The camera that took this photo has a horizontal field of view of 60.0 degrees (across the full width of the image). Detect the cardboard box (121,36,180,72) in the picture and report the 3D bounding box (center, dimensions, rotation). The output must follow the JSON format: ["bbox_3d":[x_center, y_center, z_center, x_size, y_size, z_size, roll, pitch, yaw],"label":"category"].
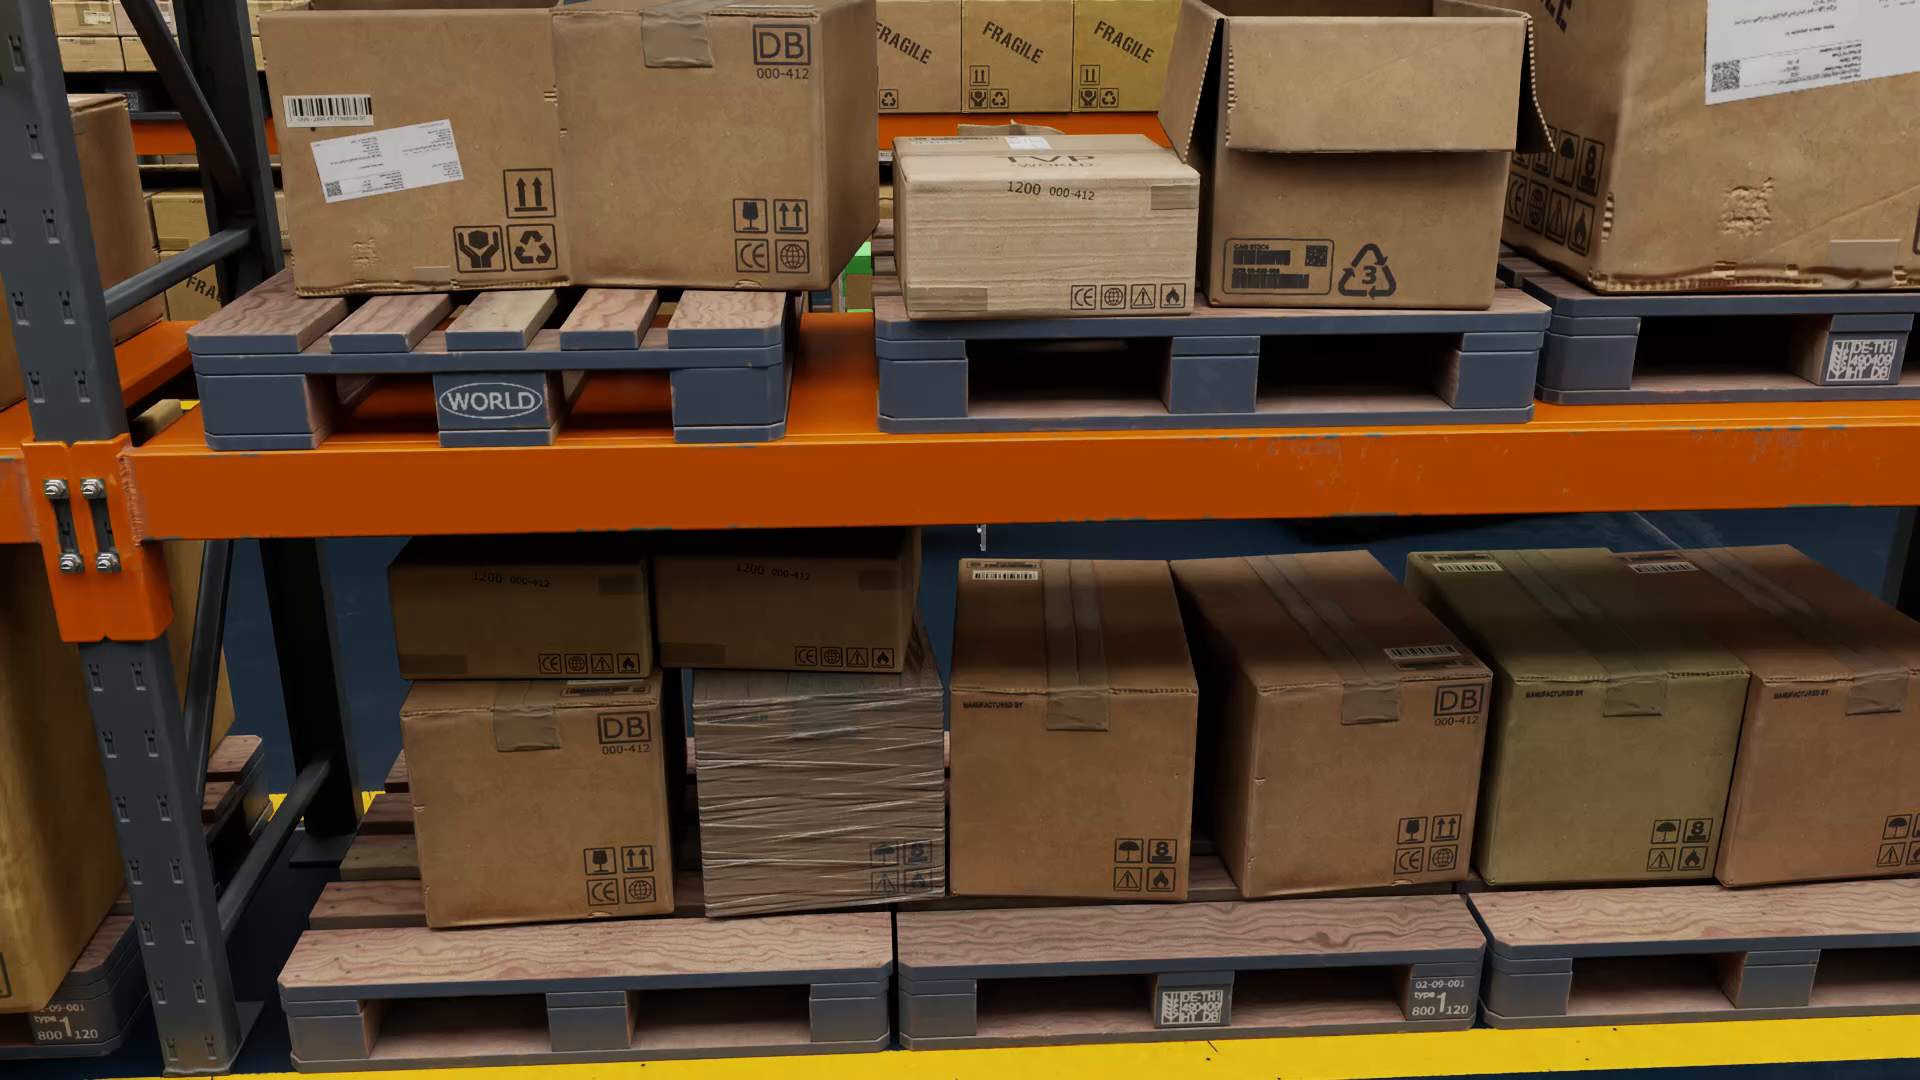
[{"bbox_3d":[-3.478,-2.155,7.329,0.250,0.149,0.380,-1,21,-1],"label":"cardboard box"}]

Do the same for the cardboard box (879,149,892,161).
[{"bbox_3d":[-0.813,-3.024,12.951,0.625,0.372,0.950,-2,21,-4],"label":"cardboard box"}]

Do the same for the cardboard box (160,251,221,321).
[{"bbox_3d":[-3.418,-1.170,7.901,0.500,0.500,0.500,-2,21,-5],"label":"cardboard box"}]

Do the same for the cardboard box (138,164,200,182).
[{"bbox_3d":[-3.954,-1.697,8.233,0.500,0.250,0.500,-2,21,-5],"label":"cardboard box"}]

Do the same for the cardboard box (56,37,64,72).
[{"bbox_3d":[-4.001,-2.144,7.301,0.250,0.149,0.380,-2,21,-4],"label":"cardboard box"}]

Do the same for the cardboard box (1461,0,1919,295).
[{"bbox_3d":[1.644,-1.101,3.364,1.000,1.000,1.000,-1,21,-3],"label":"cardboard box"}]

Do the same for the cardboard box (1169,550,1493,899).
[{"bbox_3d":[0.795,0.391,3.773,0.500,0.500,0.700,-3,21,-8],"label":"cardboard box"}]

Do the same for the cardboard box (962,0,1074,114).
[{"bbox_3d":[0.241,-2.264,7.712,0.500,0.500,0.500,-1,21,-4],"label":"cardboard box"}]

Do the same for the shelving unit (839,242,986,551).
[{"bbox_3d":[-0.165,-0.557,5.899,0.503,1.200,0.258,-1,21,-3],"label":"shelving unit"}]

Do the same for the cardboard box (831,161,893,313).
[{"bbox_3d":[-0.245,-1.418,8.201,0.750,0.750,1.050,-1,21,-2],"label":"cardboard box"}]

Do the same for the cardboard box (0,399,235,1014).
[{"bbox_3d":[-2.239,0.294,3.530,0.875,0.875,1.225,-2,21,-6],"label":"cardboard box"}]

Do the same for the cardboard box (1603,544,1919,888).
[{"bbox_3d":[1.831,0.376,3.811,0.500,0.500,0.700,-3,21,-7],"label":"cardboard box"}]

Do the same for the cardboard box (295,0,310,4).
[{"bbox_3d":[-2.727,-2.308,7.311,0.250,0.149,0.380,-1,21,-2],"label":"cardboard box"}]

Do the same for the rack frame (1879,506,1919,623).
[{"bbox_3d":[2.445,-0.591,3.458,0.127,3.000,1.000,-1,21,-3],"label":"rack frame"}]

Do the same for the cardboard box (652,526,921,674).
[{"bbox_3d":[-0.352,0.064,3.579,0.500,0.250,0.500,1,21,3],"label":"cardboard box"}]

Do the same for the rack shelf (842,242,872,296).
[{"bbox_3d":[-0.165,-0.946,5.751,0.480,0.148,0.258,-1,21,-3],"label":"rack shelf"}]

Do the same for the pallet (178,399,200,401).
[{"bbox_3d":[-3.726,-0.932,8.271,1.213,0.211,1.003,-1,21,-3],"label":"pallet"}]

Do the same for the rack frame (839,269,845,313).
[{"bbox_3d":[-0.409,-0.552,5.886,0.015,1.200,0.240,-1,21,-3],"label":"rack frame"}]

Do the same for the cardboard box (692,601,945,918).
[{"bbox_3d":[-0.328,0.416,3.707,0.500,0.500,0.700,-3,21,-8],"label":"cardboard box"}]

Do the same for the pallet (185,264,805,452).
[{"bbox_3d":[-0.843,-0.472,3.416,1.003,0.211,1.213,-1,21,-3],"label":"pallet"}]

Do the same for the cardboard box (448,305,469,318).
[{"bbox_3d":[-2.373,-1.196,7.968,0.500,0.500,0.500,-1,21,-3],"label":"cardboard box"}]

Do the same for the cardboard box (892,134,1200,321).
[{"bbox_3d":[0.138,-0.588,3.071,0.500,0.250,0.500,-2,21,-5],"label":"cardboard box"}]

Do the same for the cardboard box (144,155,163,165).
[{"bbox_3d":[-6.741,-2.973,12.725,0.875,0.438,0.875,-1,21,-4],"label":"cardboard box"}]

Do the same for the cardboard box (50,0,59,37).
[{"bbox_3d":[-3.995,-2.283,7.248,0.250,0.149,0.380,-2,21,-4],"label":"cardboard box"}]

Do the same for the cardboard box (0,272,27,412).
[{"bbox_3d":[-2.027,-0.458,2.969,0.500,0.500,0.500,-1,21,-1],"label":"cardboard box"}]

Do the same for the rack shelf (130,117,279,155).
[{"bbox_3d":[-3.727,-1.897,7.899,4.000,0.370,1.077,-1,21,-3],"label":"rack shelf"}]

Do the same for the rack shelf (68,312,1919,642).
[{"bbox_3d":[0.448,-0.214,3.479,4.000,0.370,1.077,-1,21,-3],"label":"rack shelf"}]

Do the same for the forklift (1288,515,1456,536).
[{"bbox_3d":[2.493,-1.695,6.454,3.031,2.935,1.130,-8,22,-19],"label":"forklift"}]

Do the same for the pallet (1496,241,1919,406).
[{"bbox_3d":[1.674,-0.538,3.587,1.213,0.211,1.003,-1,21,-3],"label":"pallet"}]

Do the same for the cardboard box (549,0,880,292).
[{"bbox_3d":[-0.460,-0.825,3.341,0.500,0.500,0.700,2,21,5],"label":"cardboard box"}]

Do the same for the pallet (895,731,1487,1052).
[{"bbox_3d":[0.447,0.754,3.843,1.213,0.211,1.003,-1,21,-3],"label":"pallet"}]

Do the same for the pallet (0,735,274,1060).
[{"bbox_3d":[-2.340,0.783,3.769,1.213,0.211,1.003,-1,21,-3],"label":"pallet"}]

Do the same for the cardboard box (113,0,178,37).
[{"bbox_3d":[-3.486,-2.293,7.272,0.250,0.149,0.380,-1,21,-2],"label":"cardboard box"}]

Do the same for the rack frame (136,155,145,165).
[{"bbox_3d":[-6.108,-3.949,12.277,0.127,3.000,1.000,-1,21,-3],"label":"rack frame"}]

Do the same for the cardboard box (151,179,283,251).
[{"bbox_3d":[-3.410,-1.526,7.783,0.500,0.250,0.500,-1,21,-2],"label":"cardboard box"}]
